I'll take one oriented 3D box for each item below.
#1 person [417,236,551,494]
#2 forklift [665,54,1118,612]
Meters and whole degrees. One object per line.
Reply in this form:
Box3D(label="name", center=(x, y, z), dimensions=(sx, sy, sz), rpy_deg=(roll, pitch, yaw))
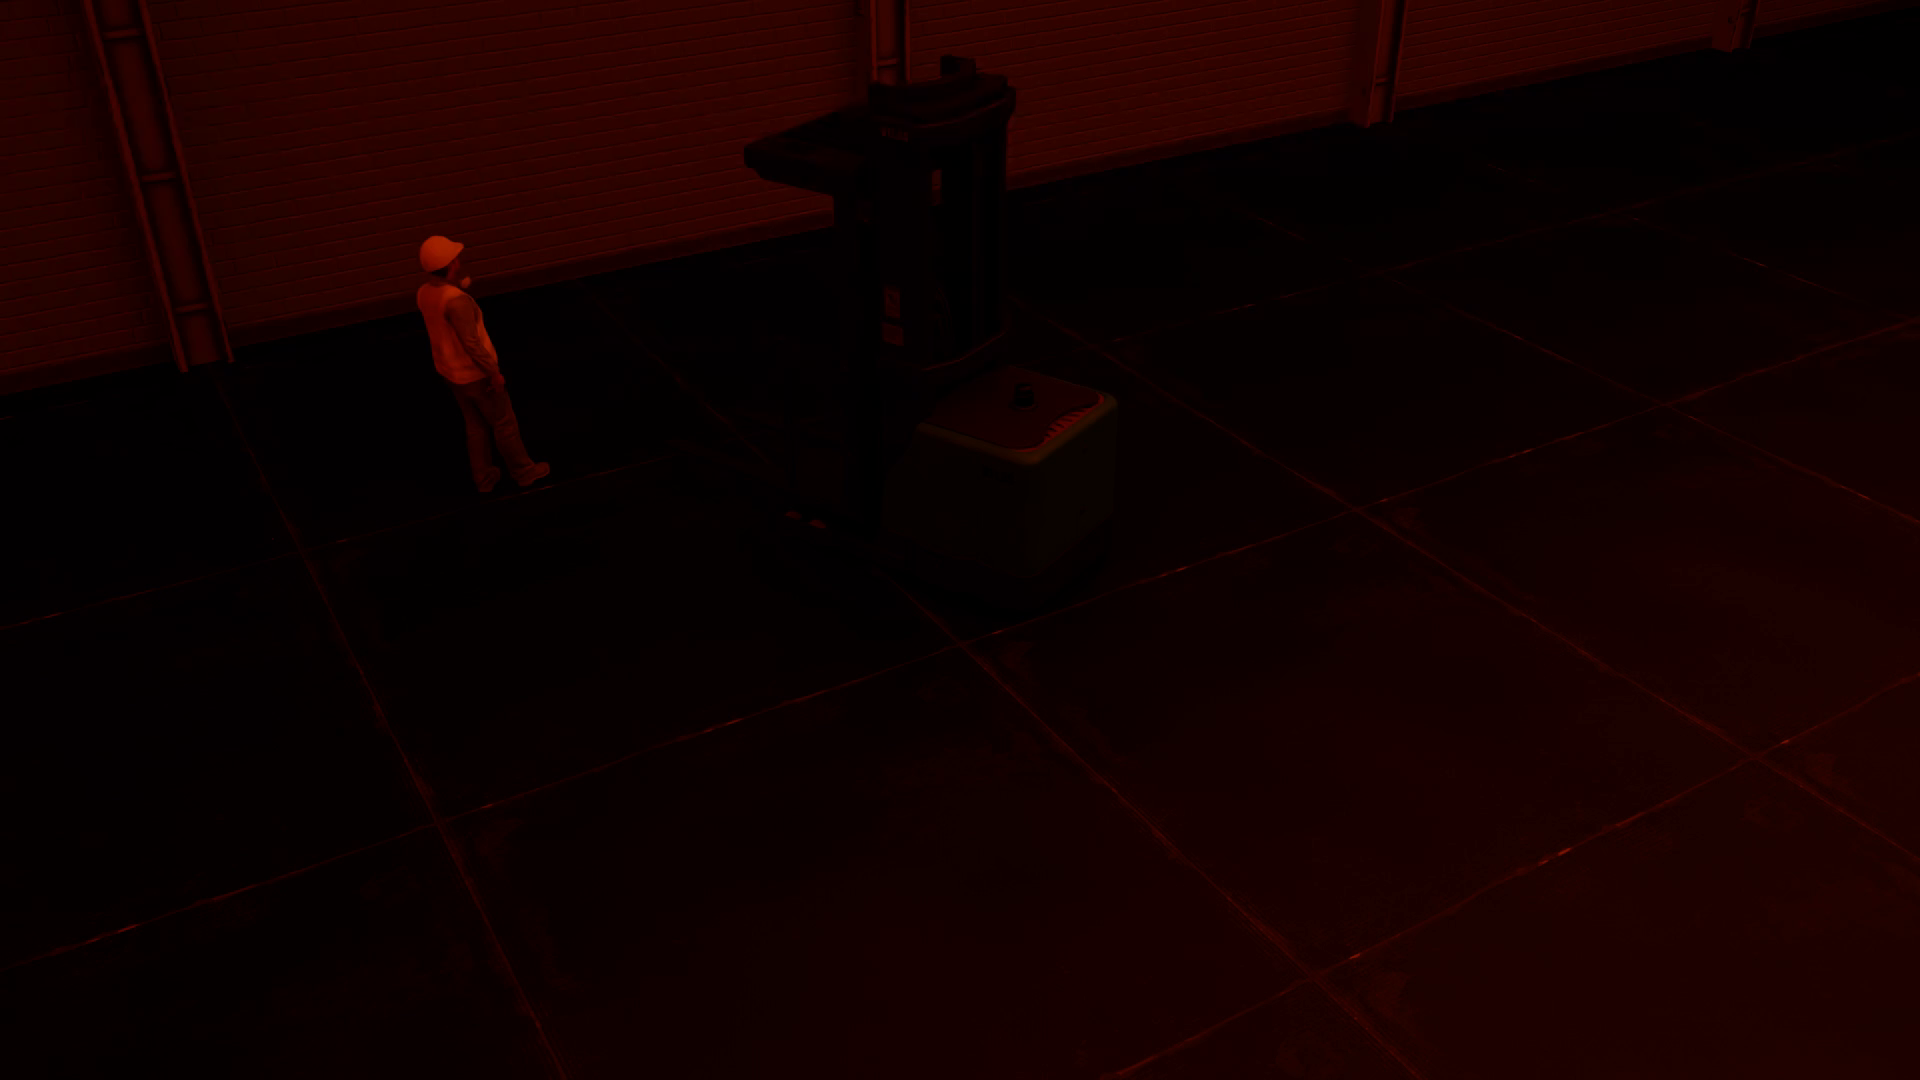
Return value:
Box3D(label="person", center=(-3.053, -1.140, 10.680), dimensions=(0.650, 1.773, 0.630), rpy_deg=(-27, 40, -37))
Box3D(label="forklift", center=(-0.550, -1.420, 10.019), dimensions=(3.031, 2.935, 1.130), rpy_deg=(20, 36, 29))
